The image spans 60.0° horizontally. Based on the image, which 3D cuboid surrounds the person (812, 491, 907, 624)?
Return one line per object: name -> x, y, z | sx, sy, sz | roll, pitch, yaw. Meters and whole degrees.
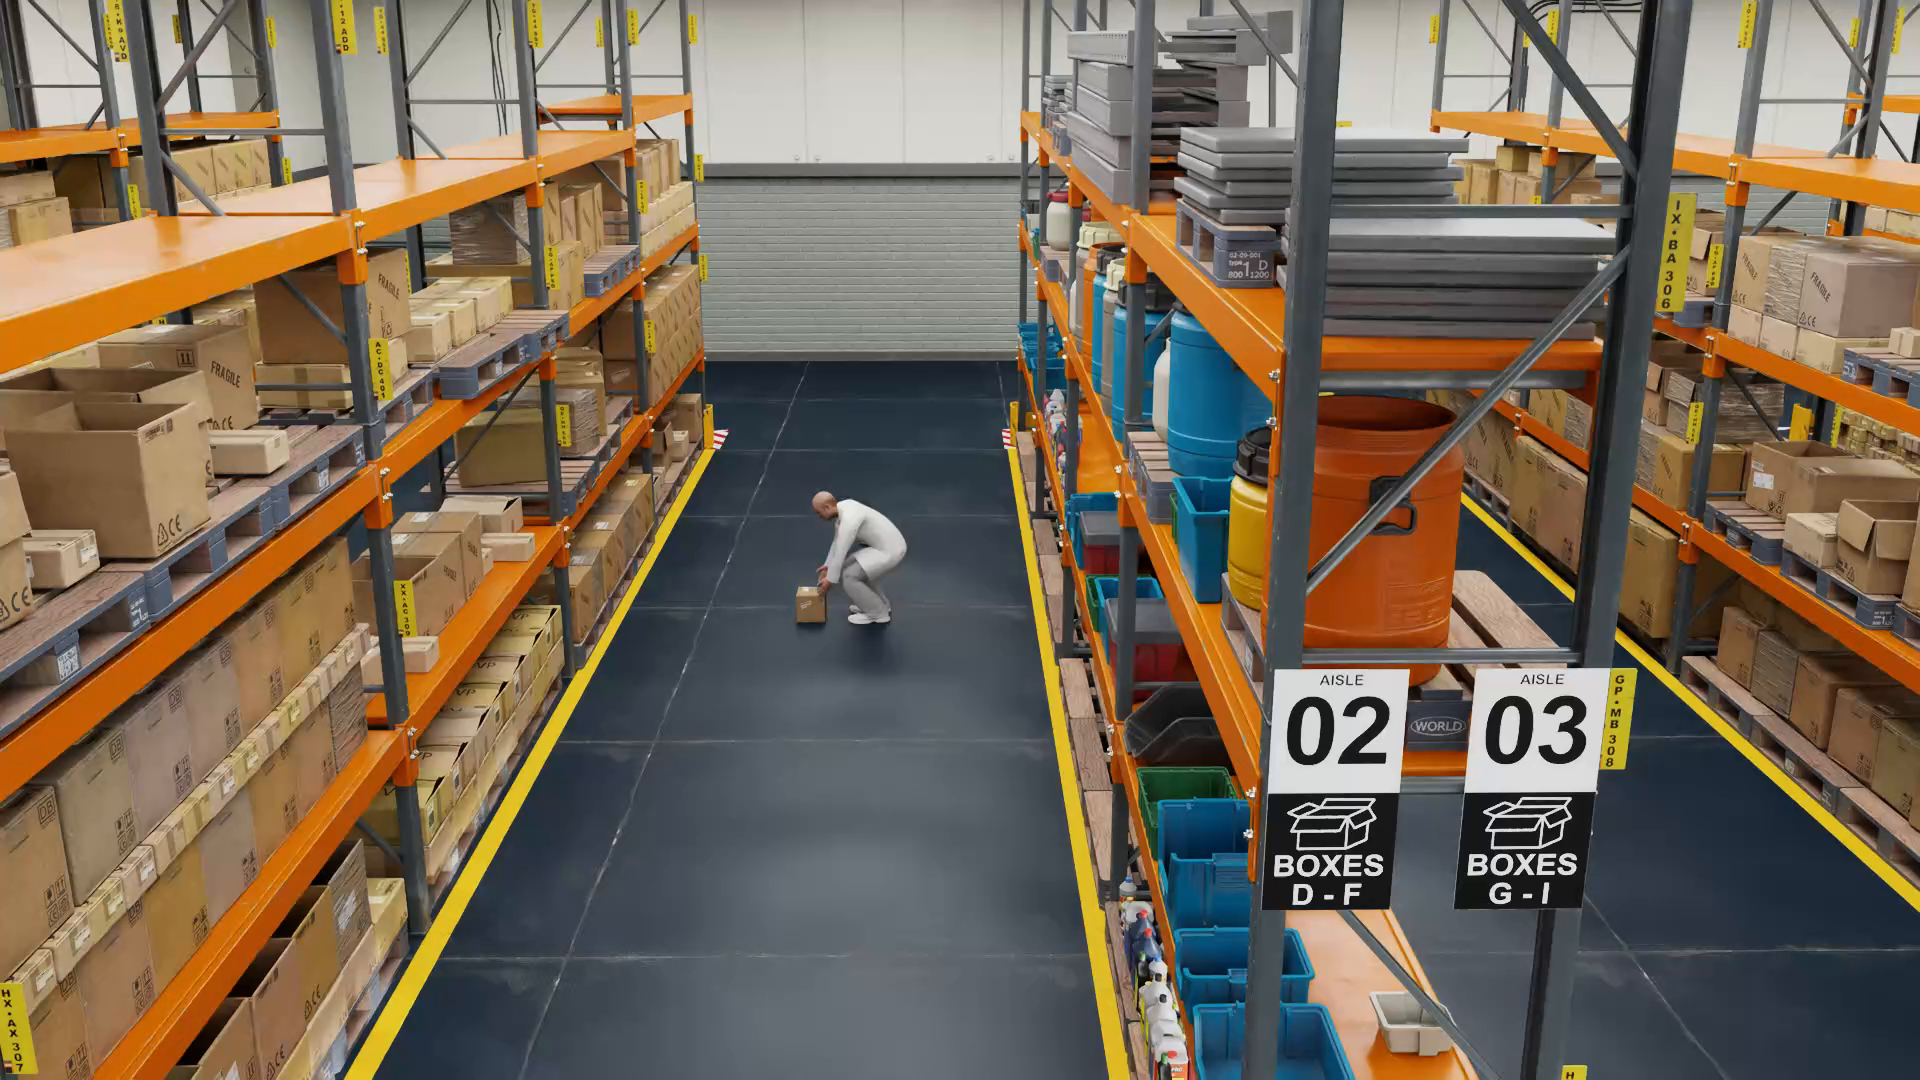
person -> -0.882, 0.135, 14.654 | 0.830, 1.182, 0.625 | 0, 17, -1
